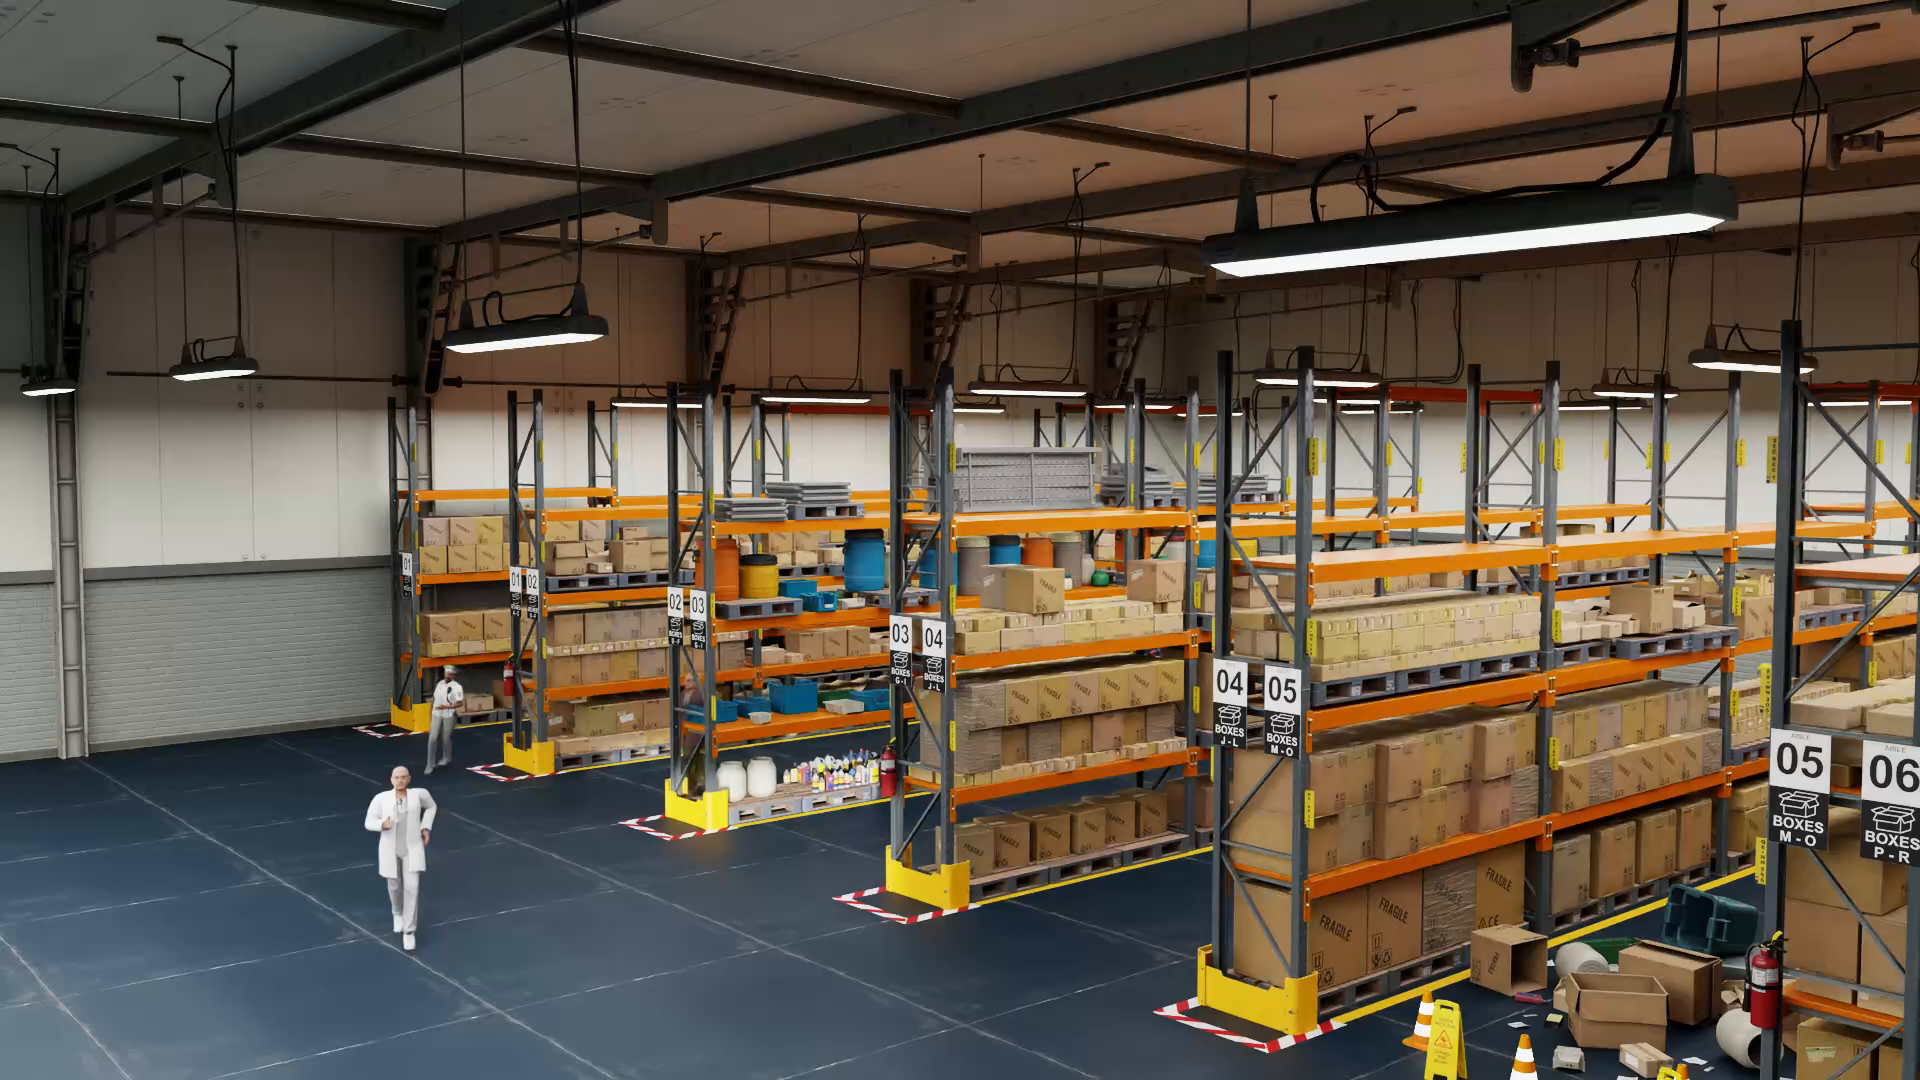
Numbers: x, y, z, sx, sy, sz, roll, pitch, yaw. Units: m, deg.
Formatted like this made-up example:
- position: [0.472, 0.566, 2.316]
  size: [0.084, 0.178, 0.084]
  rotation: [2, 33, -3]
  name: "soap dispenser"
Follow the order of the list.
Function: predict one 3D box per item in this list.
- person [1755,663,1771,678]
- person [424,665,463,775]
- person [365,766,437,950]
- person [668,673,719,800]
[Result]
- position: [12.416, 2.795, 25.548]
  size: [0.892, 1.817, 0.712]
  rotation: [-2, 4, -33]
  name: "person"
- position: [-8.083, 2.819, 26.211]
  size: [0.574, 1.718, 0.695]
  rotation: [0, 3, 2]
  name: "person"
- position: [-5.776, 3.234, 17.197]
  size: [0.698, 1.794, 0.969]
  rotation: [-1, 3, -16]
  name: "person"
- position: [-3.925, 2.859, 24.376]
  size: [0.689, 1.839, 0.857]
  rotation: [2, 4, 35]
  name: "person"
